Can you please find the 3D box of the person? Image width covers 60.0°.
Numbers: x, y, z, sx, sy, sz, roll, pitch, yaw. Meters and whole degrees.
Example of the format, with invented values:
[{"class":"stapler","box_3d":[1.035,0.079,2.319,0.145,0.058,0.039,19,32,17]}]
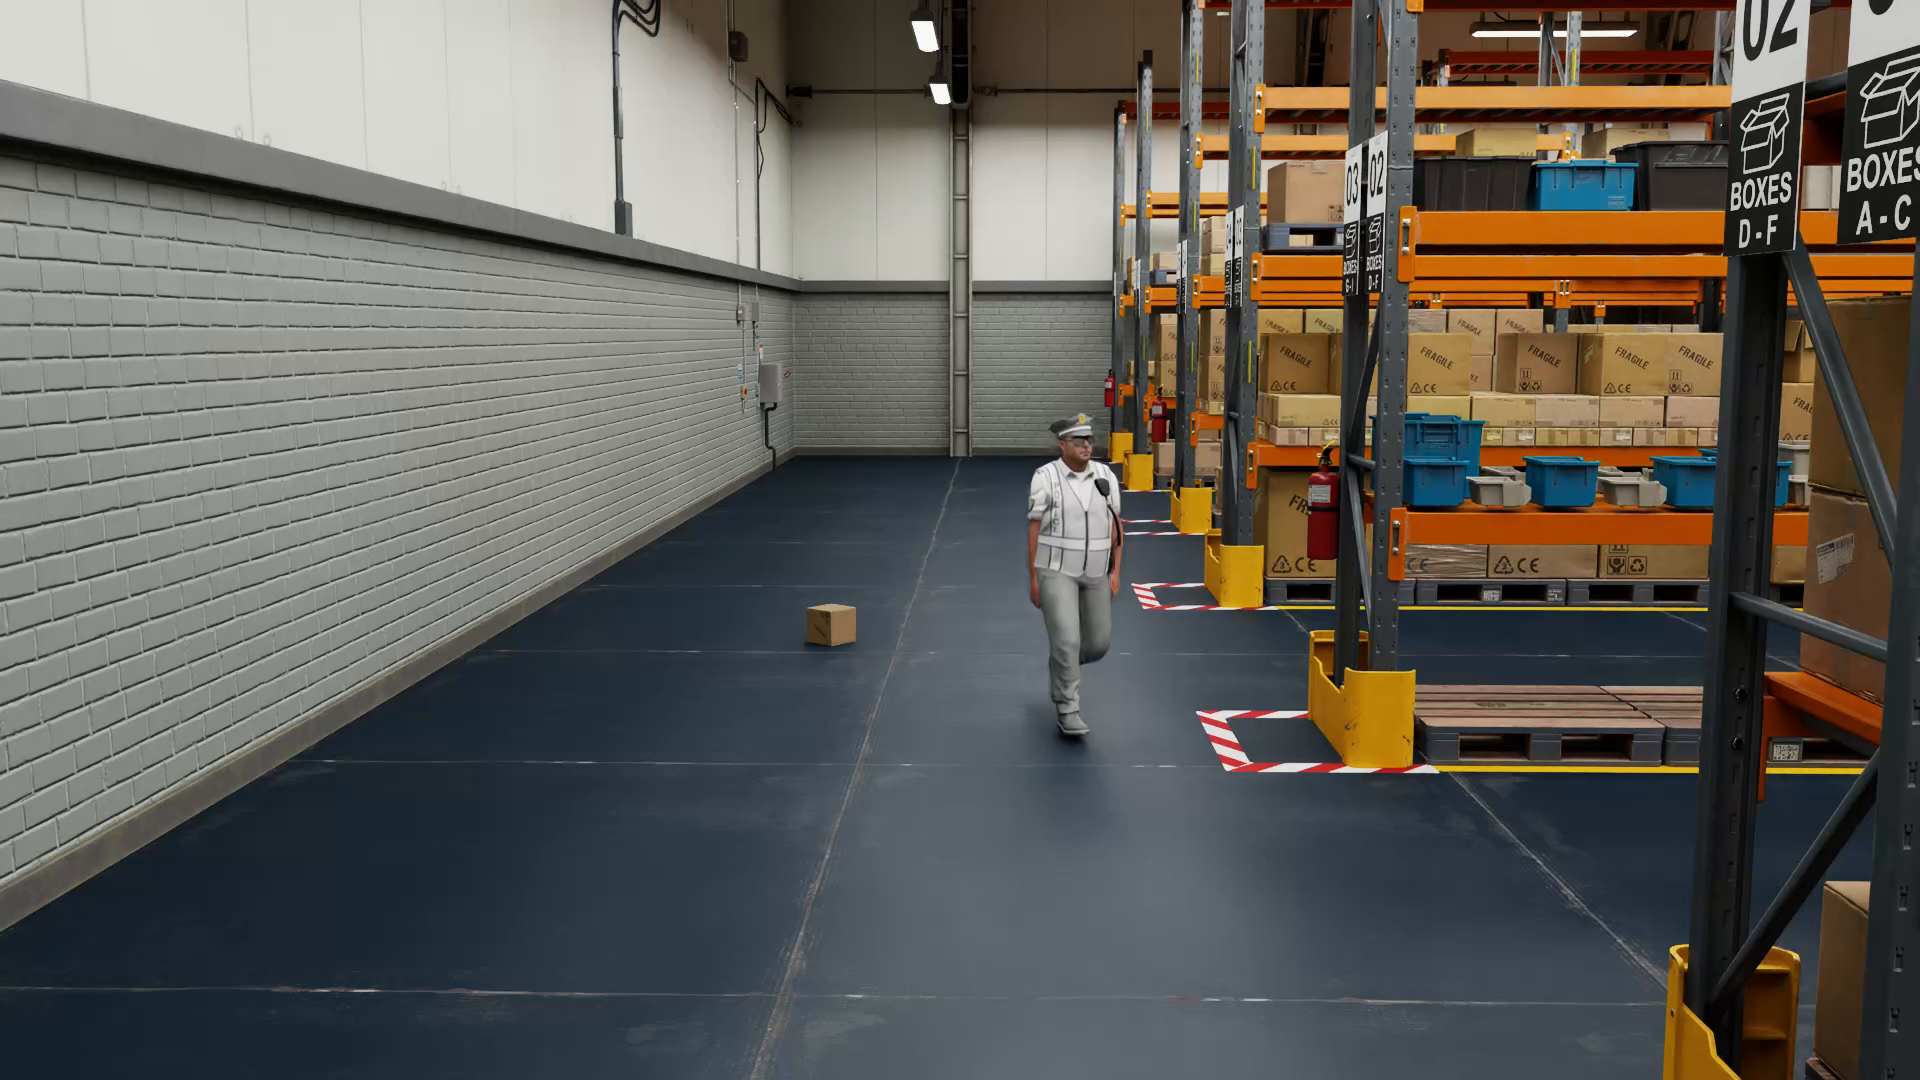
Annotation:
[{"class":"person","box_3d":[0.638,0.159,9.277,0.555,1.740,0.766,-3,8,-19]}]
